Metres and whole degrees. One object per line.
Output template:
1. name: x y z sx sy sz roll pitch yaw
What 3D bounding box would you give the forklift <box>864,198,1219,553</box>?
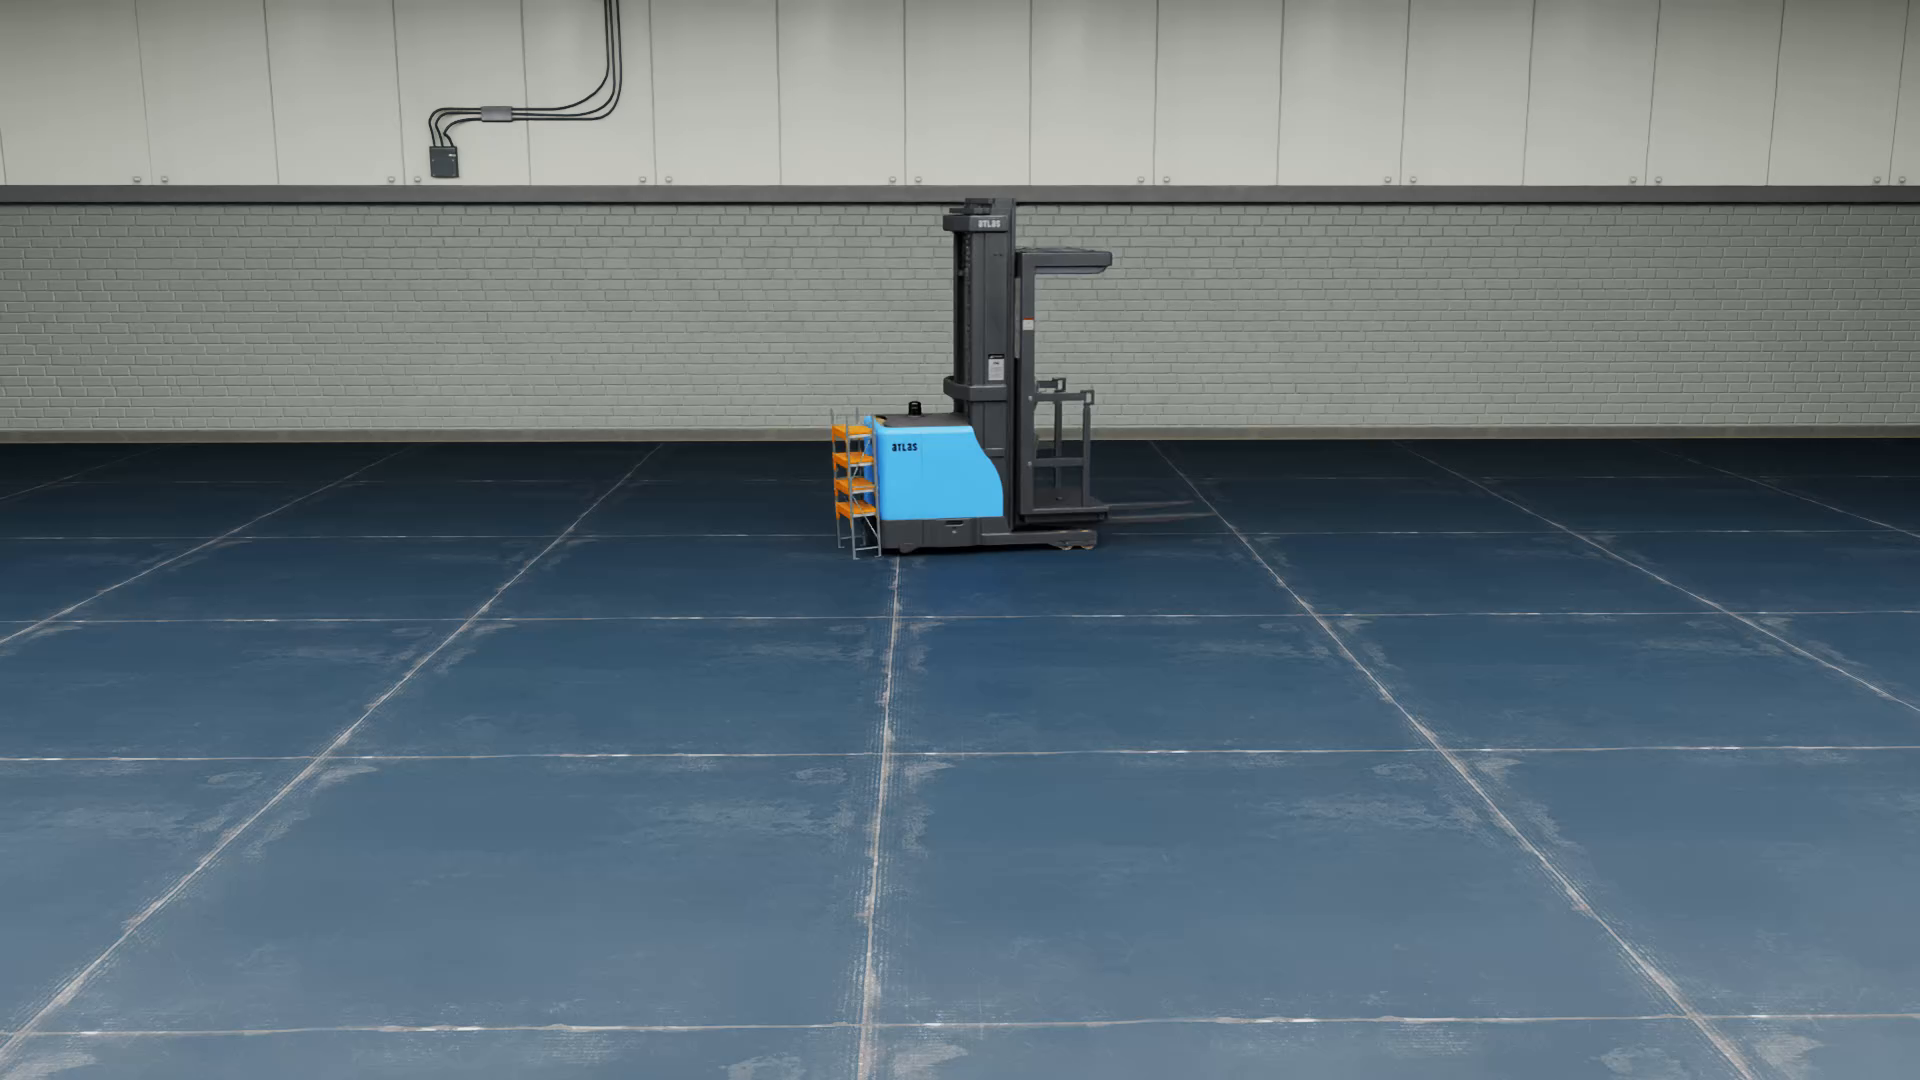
1. forklift: 0.714 -1.449 14.330 3.031 2.935 1.130 -2 12 -10

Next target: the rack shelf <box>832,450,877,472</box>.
1. rack shelf: -0.878 -0.635 13.855 0.258 0.148 0.480 -6 13 -18

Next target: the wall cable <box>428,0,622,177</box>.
1. wall cable: -5.153 -7.284 19.276 2.305 6.003 0.169 0 11 -1

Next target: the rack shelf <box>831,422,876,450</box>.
1. rack shelf: -0.887 -0.865 13.805 0.258 0.148 0.480 -6 13 -18

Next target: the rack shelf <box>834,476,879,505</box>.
1. rack shelf: -0.869 -0.416 13.902 0.258 0.148 0.480 -6 13 -18

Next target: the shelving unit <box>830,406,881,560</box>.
1. shelving unit: -0.871 -0.482 13.888 0.258 1.200 0.503 -6 13 -18

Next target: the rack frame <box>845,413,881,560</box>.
1. rack frame: -0.794 -0.436 13.661 0.240 1.200 0.015 -6 13 -18

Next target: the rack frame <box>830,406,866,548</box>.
1. rack frame: -0.948 -0.528 14.115 0.240 1.200 0.015 -6 13 -18

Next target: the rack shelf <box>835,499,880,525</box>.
1. rack shelf: -0.860 -0.222 13.944 0.258 0.148 0.480 -6 13 -18
